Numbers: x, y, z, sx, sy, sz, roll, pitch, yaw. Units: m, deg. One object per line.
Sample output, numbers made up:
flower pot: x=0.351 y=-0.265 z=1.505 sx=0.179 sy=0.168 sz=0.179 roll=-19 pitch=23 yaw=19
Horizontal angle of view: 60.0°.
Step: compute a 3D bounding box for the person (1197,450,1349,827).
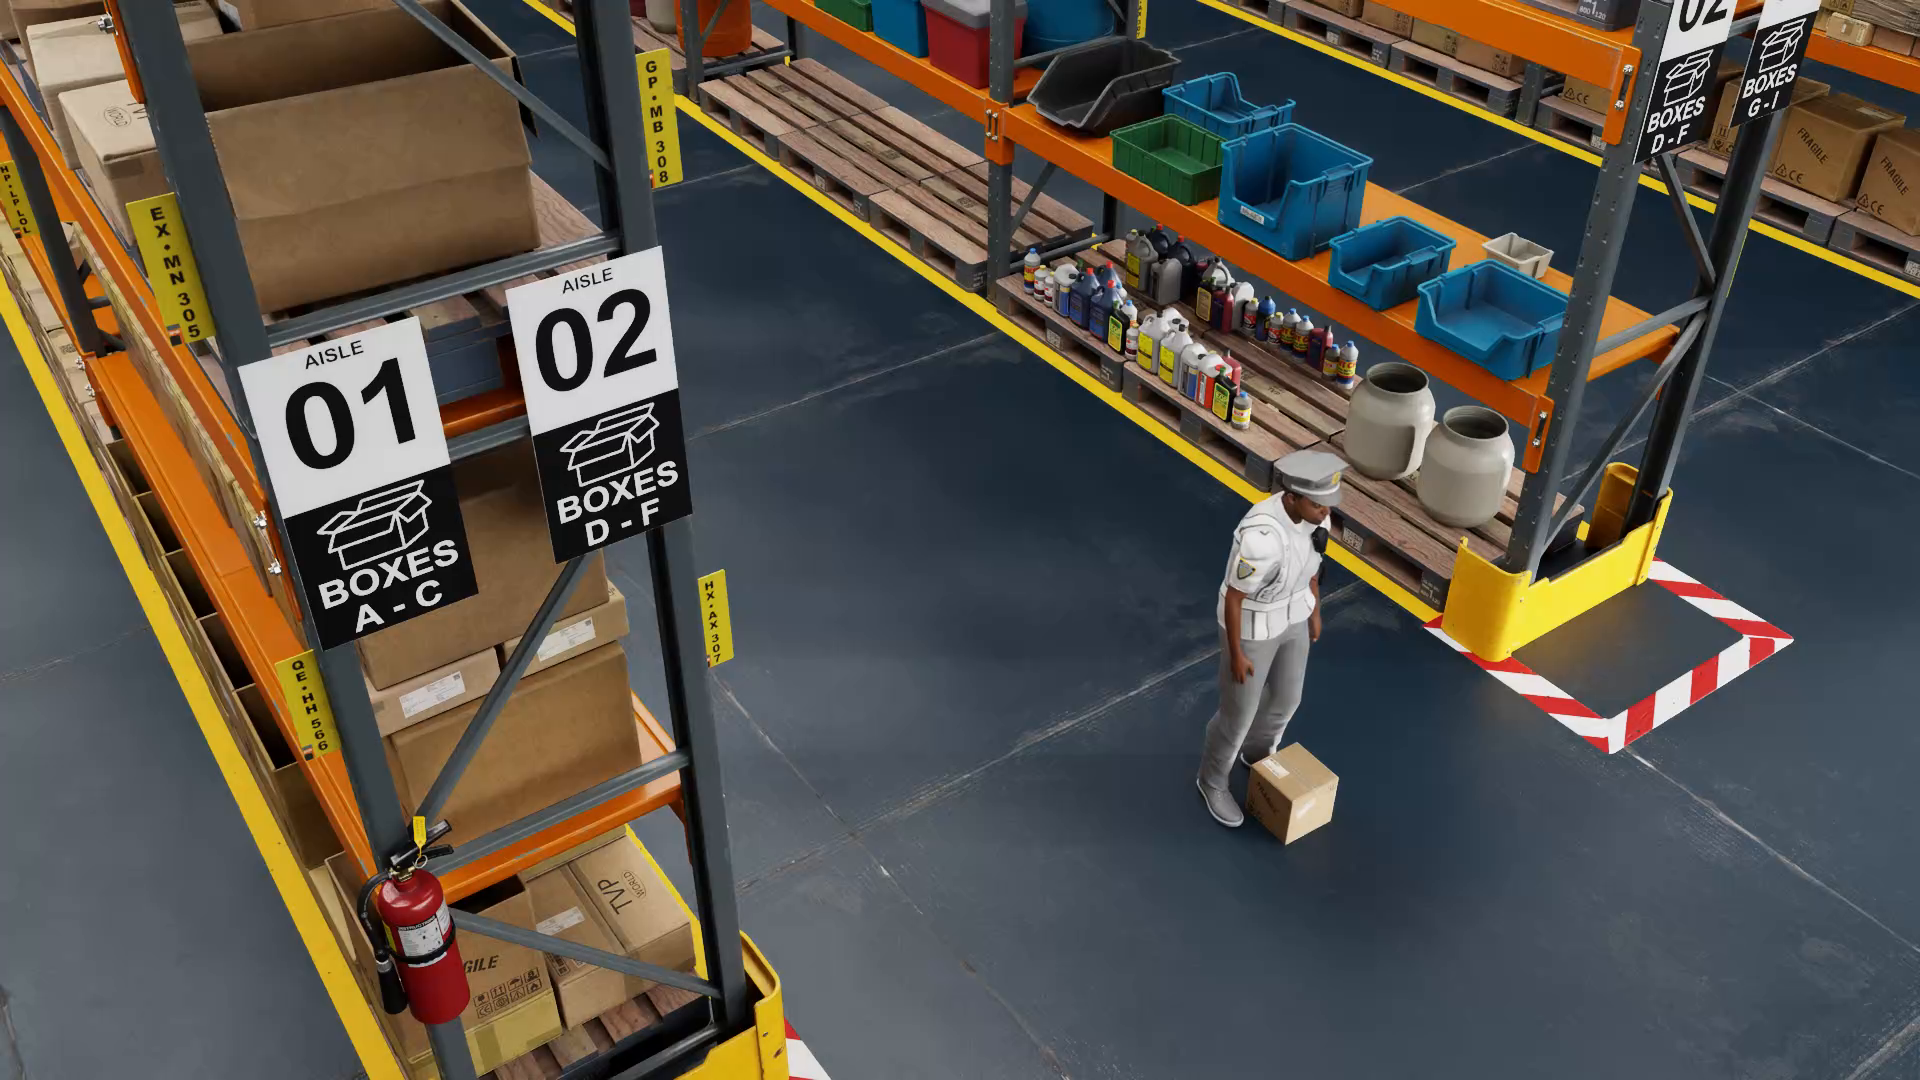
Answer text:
person: x=1.212 y=0.356 z=6.518 sx=0.529 sy=1.663 sz=0.392 roll=-25 pitch=43 yaw=-29
